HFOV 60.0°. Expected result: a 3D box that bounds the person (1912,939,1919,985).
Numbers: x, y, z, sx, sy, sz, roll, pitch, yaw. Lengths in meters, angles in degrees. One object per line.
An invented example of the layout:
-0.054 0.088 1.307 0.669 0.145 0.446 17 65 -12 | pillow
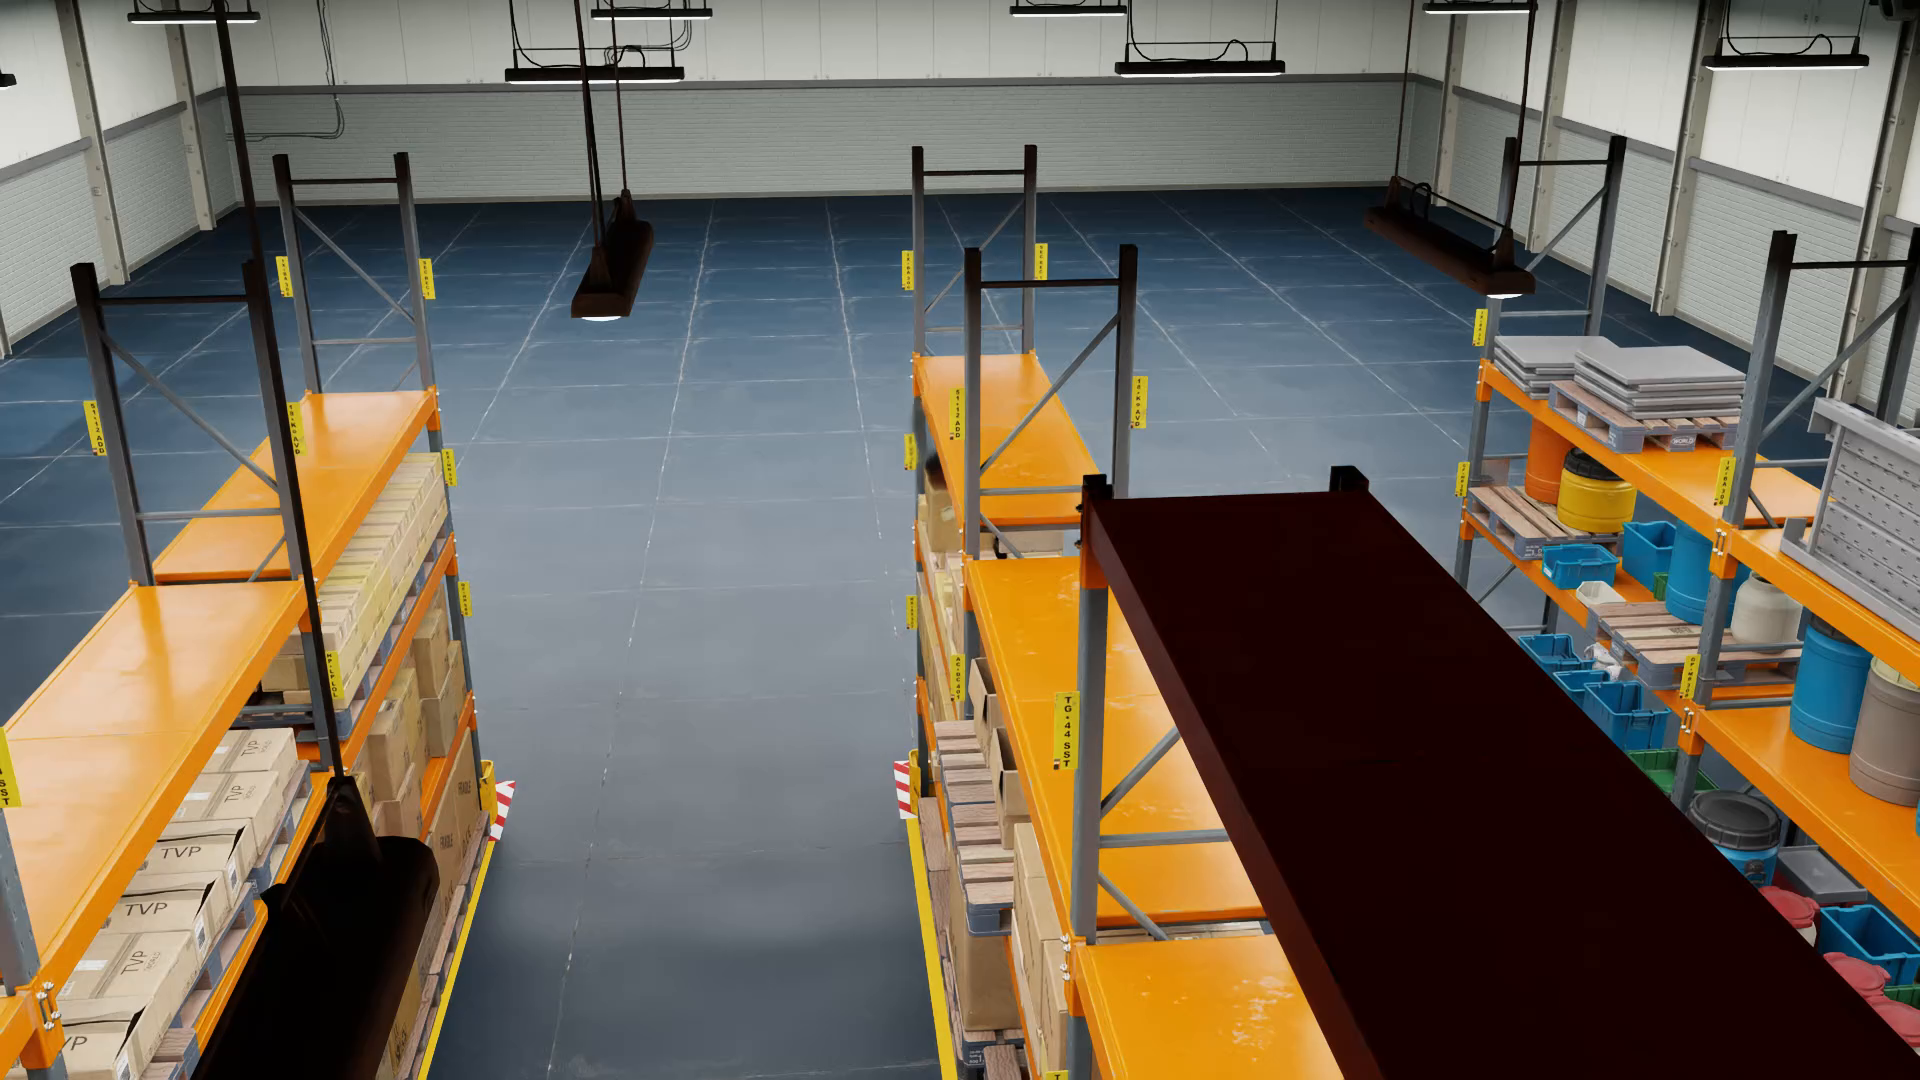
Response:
6.153 3.358 10.864 0.481 1.675 0.477 3 22 6 | person

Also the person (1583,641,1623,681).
6.338 1.183 16.289 0.439 1.820 0.597 8 23 19 | person
